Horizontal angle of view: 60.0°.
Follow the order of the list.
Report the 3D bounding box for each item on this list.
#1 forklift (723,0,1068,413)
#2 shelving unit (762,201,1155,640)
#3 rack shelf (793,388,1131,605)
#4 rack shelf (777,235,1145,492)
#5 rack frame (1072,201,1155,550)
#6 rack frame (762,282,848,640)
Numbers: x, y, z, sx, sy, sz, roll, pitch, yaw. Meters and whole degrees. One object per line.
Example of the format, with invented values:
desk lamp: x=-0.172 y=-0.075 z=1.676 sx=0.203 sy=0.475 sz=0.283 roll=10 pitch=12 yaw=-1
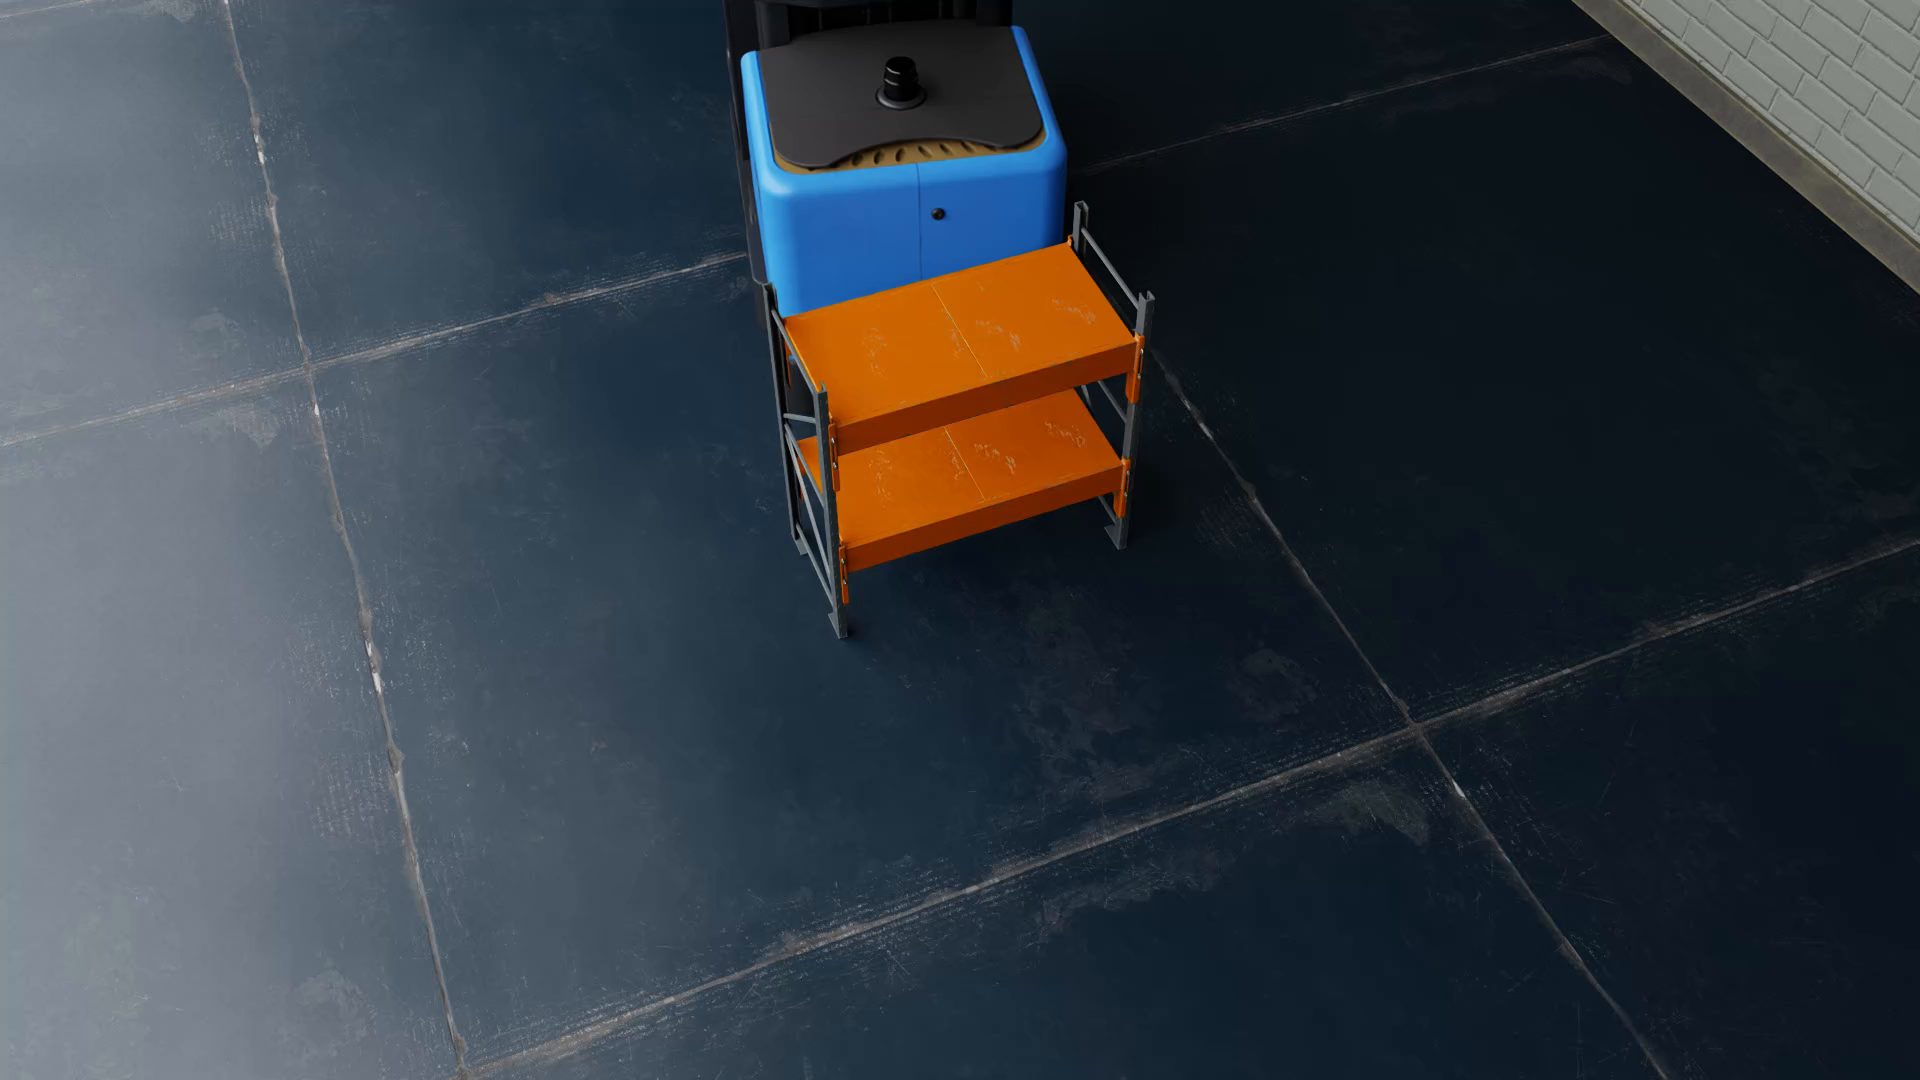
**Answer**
forklift: x=-0.386 y=-2.557 z=6.014 sx=1.130 sy=2.935 sz=3.031 roll=-7 pitch=50 yaw=-6
shelving unit: x=-0.006 y=-0.365 z=5.322 sx=1.048 sy=1.125 sz=0.538 roll=-17 pitch=52 yaw=-14
rack shelf: x=-0.006 y=-0.205 z=5.507 sx=1.000 sy=0.278 sz=0.538 roll=-17 pitch=52 yaw=-14
rack shelf: x=-0.006 y=-0.555 z=5.100 sx=1.000 sy=0.278 sz=0.538 roll=-17 pitch=52 yaw=-14
rack frame: x=0.464 y=-0.510 z=5.447 sx=0.032 sy=1.125 sz=0.500 roll=-17 pitch=52 yaw=-14
rack frame: x=-0.477 y=-0.219 z=5.196 sx=0.032 sy=1.125 sz=0.500 roll=-17 pitch=52 yaw=-14
